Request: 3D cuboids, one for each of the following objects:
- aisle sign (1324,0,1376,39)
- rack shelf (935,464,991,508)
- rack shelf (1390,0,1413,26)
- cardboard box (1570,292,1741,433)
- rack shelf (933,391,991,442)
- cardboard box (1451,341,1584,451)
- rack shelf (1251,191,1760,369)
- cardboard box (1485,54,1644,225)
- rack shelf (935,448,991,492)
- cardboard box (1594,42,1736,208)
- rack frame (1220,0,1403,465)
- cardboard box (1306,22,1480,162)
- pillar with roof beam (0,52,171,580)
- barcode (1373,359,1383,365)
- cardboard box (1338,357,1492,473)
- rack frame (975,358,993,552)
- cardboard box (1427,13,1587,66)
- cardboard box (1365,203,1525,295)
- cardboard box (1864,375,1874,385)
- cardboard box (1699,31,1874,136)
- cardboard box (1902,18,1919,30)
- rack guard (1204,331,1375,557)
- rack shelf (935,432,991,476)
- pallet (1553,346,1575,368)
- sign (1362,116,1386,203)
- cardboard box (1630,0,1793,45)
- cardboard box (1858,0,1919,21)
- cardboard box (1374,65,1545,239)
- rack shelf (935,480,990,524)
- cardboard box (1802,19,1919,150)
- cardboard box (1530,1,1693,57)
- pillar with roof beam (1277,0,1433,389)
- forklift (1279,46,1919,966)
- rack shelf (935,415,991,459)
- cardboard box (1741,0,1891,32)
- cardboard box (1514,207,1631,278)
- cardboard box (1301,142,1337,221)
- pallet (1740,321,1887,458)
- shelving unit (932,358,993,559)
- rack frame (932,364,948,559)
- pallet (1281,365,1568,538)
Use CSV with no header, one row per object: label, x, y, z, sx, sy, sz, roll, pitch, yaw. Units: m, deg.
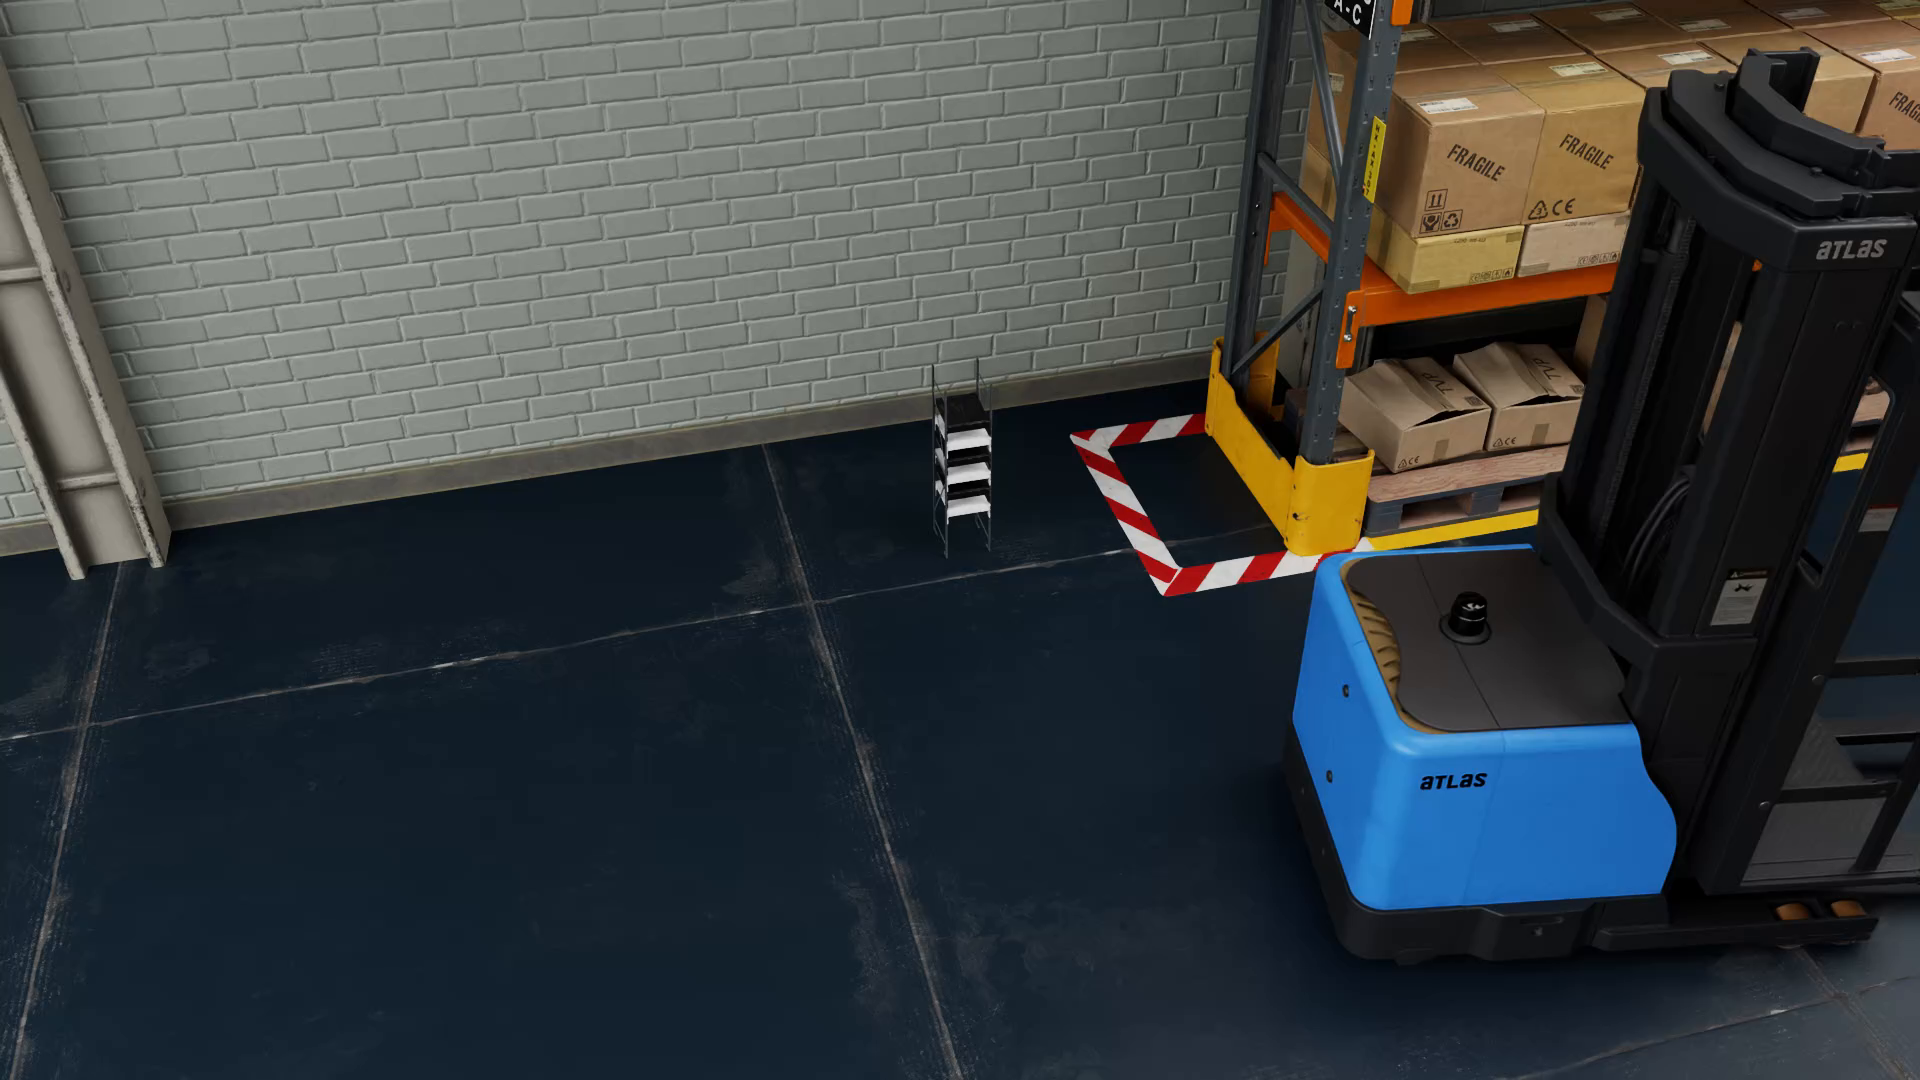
aisle sign,1.487,-2.309,6.160,0.004,0.787,0.394,-9,38,-12
rack shelf,0.008,-0.261,7.553,0.200,0.077,0.258,-9,38,-12
rack shelf,3.409,-2.687,6.917,4.000,0.370,1.077,-9,38,-12
cardboard box,3.442,-0.880,8.127,0.500,0.500,0.700,-12,39,-15
rack shelf,0.008,-0.547,7.334,0.200,0.077,0.258,-9,38,-12
cardboard box,2.720,-0.718,8.071,0.500,0.311,0.500,-6,38,-8
rack shelf,3.409,-1.495,7.828,4.000,0.370,1.077,-9,38,-12
cardboard box,2.498,-1.682,6.970,0.500,0.500,0.500,-9,38,-12
rack shelf,0.008,-0.332,7.499,0.200,0.077,0.258,-9,38,-12
cardboard box,2.998,-1.760,7.072,0.500,0.500,0.500,-11,39,-13
rack frame,1.479,-1.464,7.195,0.127,3.000,1.000,-9,38,-12
cardboard box,1.878,-1.910,7.267,0.500,0.500,0.500,-10,38,-12
pillar with roof beam,-2.741,-0.990,1.637,0.400,9.000,9.100,-9,38,-12
barcode,2.083,-0.869,8.260,0.075,0.075,0.001,-9,38,-12
cardboard box,2.170,-0.628,7.953,0.500,0.311,0.500,-14,39,-17
rack frame,0.106,-0.375,7.499,0.006,0.900,0.240,-9,38,-12
cardboard box,2.367,-1.984,7.364,0.500,0.500,0.500,-9,38,-11
cardboard box,2.032,-1.304,7.092,0.500,0.250,0.500,-10,39,-13
cardboard box,4.349,-1.092,8.404,0.500,0.500,0.500,-12,39,-15
cardboard box,3.493,-1.849,7.188,0.500,0.500,0.500,-8,38,-11
cardboard box,4.484,-2.005,7.392,0.500,0.500,0.500,-10,38,-12
rack guard,1.552,-0.483,7.970,0.348,0.500,1.175,-9,38,-12
rack shelf,0.008,-0.404,7.444,0.200,0.077,0.258,-9,38,-12
pallet,3.521,-0.668,8.449,1.213,0.211,1.003,-9,38,-12
sign,1.620,-1.490,6.516,0.005,0.325,0.100,-9,38,-12
cardboard box,3.351,-2.148,7.579,0.500,0.500,0.500,-9,38,-11
cardboard box,4.332,-2.312,7.794,0.500,0.500,0.500,-10,38,-12
cardboard box,2.018,-1.610,6.875,0.500,0.500,0.500,-9,38,-12
rack shelf,0.008,-0.189,7.608,0.200,0.077,0.258,-9,38,-12
cardboard box,3.995,-1.932,7.296,0.500,0.500,0.500,-10,39,-13
cardboard box,2.865,-2.068,7.474,0.500,0.500,0.500,-10,39,-13
pillar with roof beam,3.051,-1.940,2.880,0.400,9.000,9.100,-9,38,-12
forklift,2.789,-0.044,5.395,3.031,2.935,1.130,-3,38,-4
rack shelf,0.008,-0.475,7.389,0.200,0.077,0.258,-9,38,-12
cardboard box,3.849,-2.237,7.695,0.500,0.500,0.500,-8,38,-11
cardboard box,2.530,-1.394,7.211,0.500,0.250,0.500,-10,39,-13
cardboard box,1.879,-1.600,7.480,0.500,0.250,0.500,-9,38,-11
pallet,4.701,-0.863,8.705,1.213,0.211,1.003,-9,38,-12
shelving unit,0.008,-0.359,7.478,0.210,0.900,0.258,-9,38,-12
rack frame,-0.090,-0.343,7.457,0.006,0.900,0.240,-9,38,-12
pallet,2.345,-0.477,8.199,1.213,0.211,1.003,-9,38,-12
